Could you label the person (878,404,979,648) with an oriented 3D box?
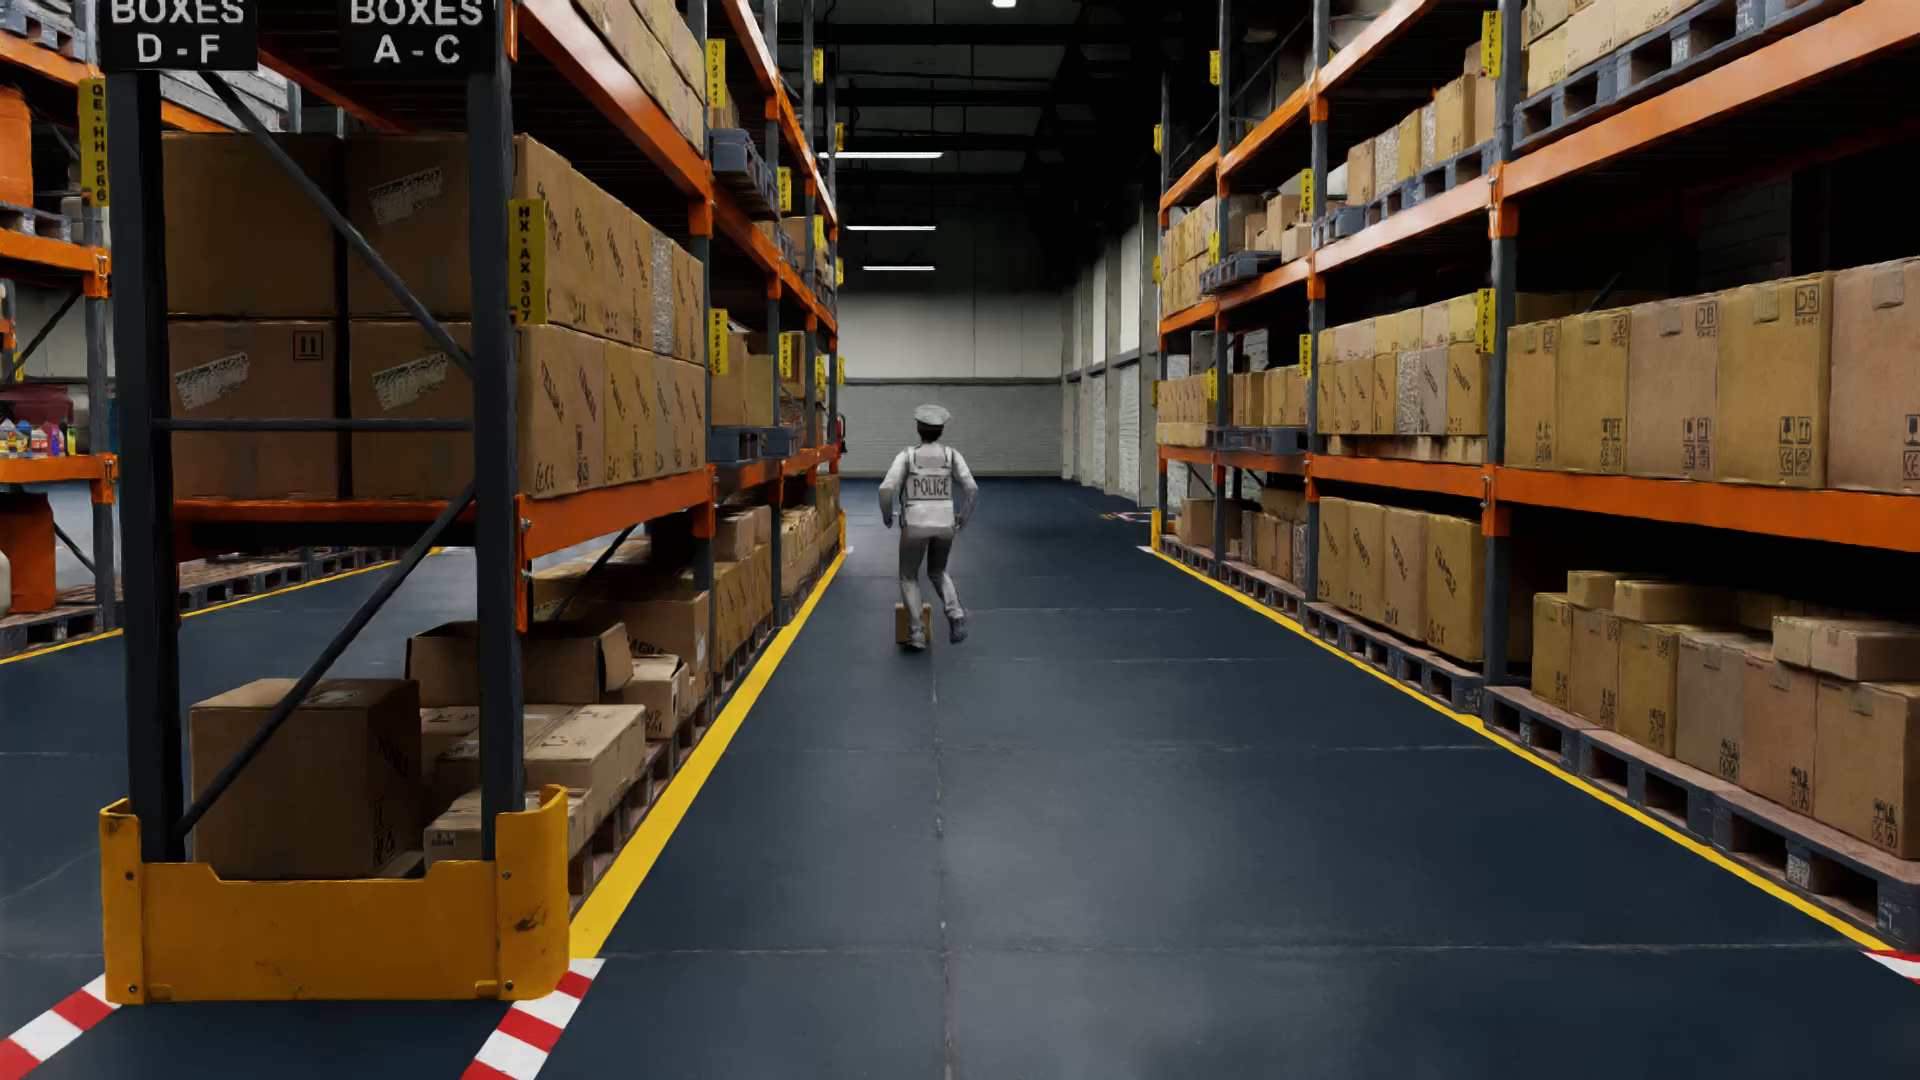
[{"bbox_3d":[-0.246,-0.088,11.241,0.675,1.657,0.467,-1,4,-19],"label":"person"}]
